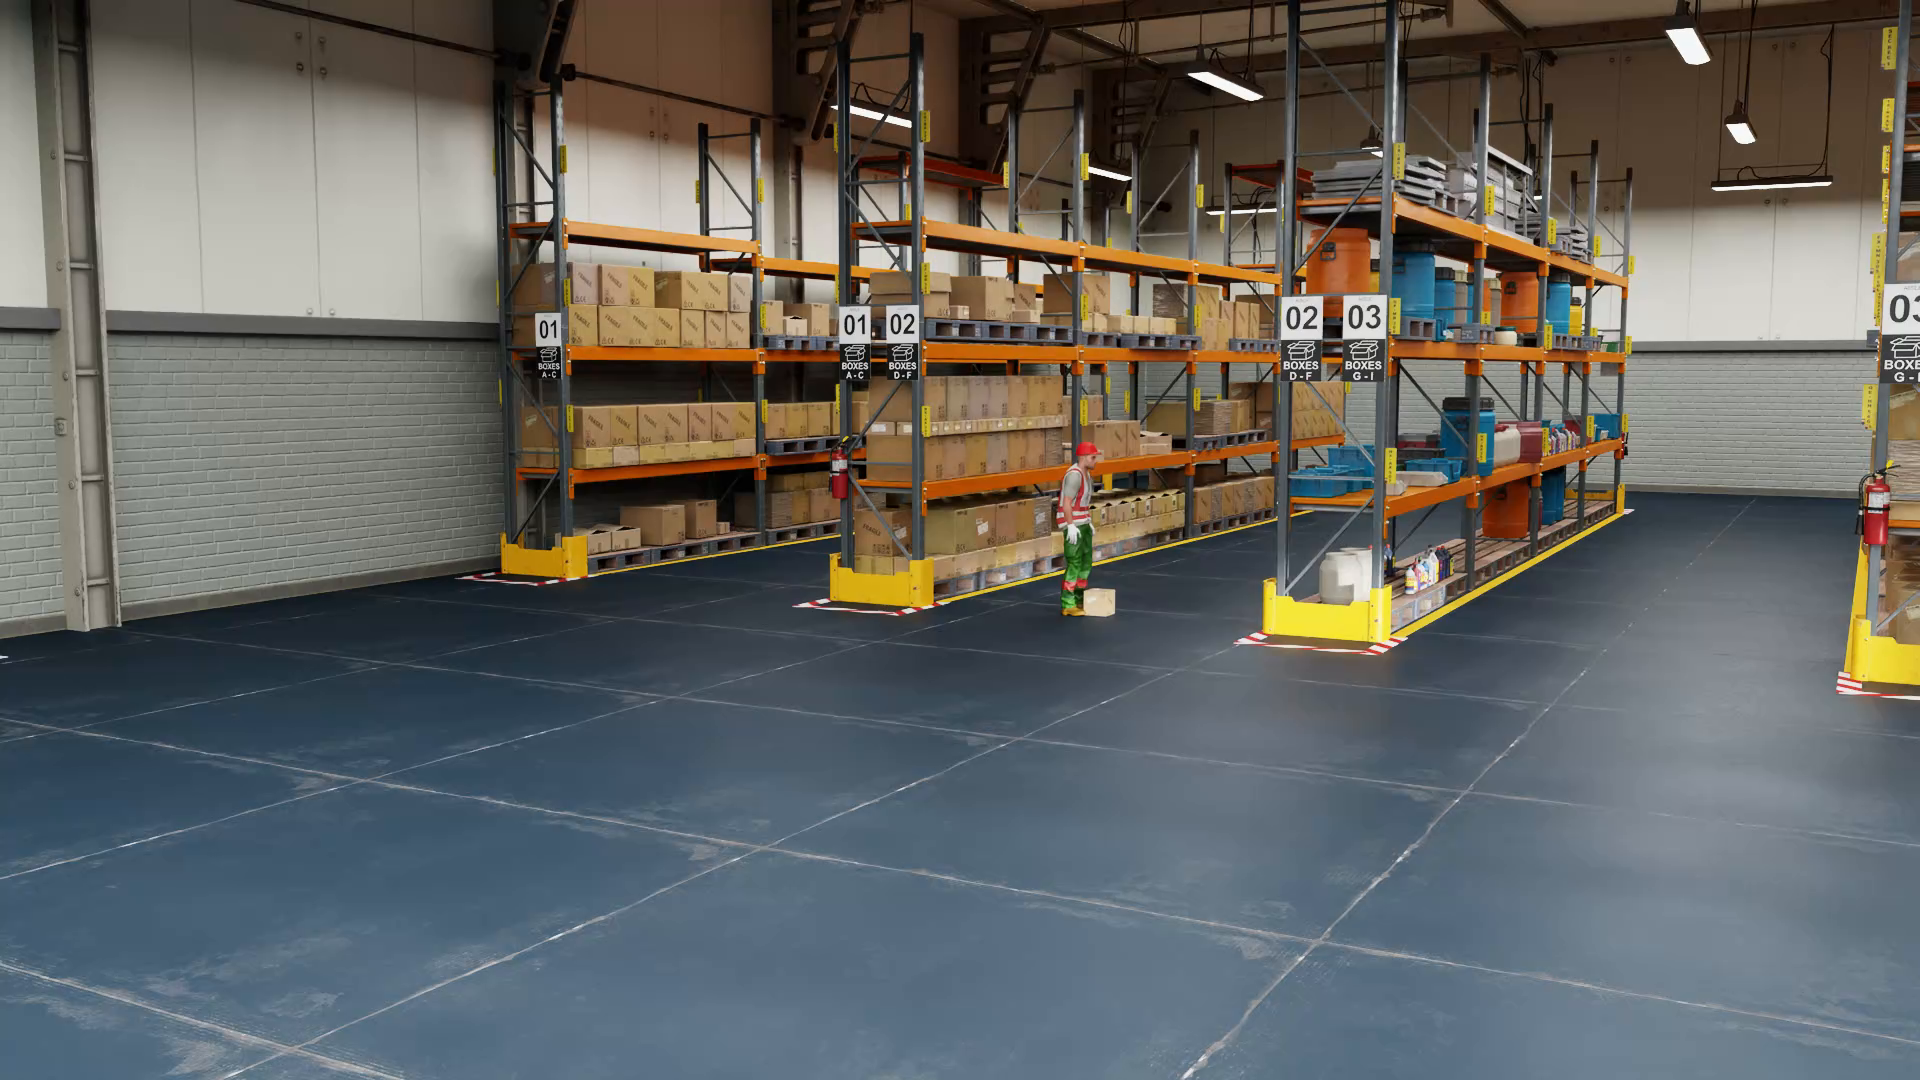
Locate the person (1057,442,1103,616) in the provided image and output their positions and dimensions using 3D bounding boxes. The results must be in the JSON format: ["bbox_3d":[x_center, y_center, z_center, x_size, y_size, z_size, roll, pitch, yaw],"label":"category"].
[{"bbox_3d":[1.244,-0.126,17.230,0.452,1.779,0.618,3,6,25],"label":"person"}]
